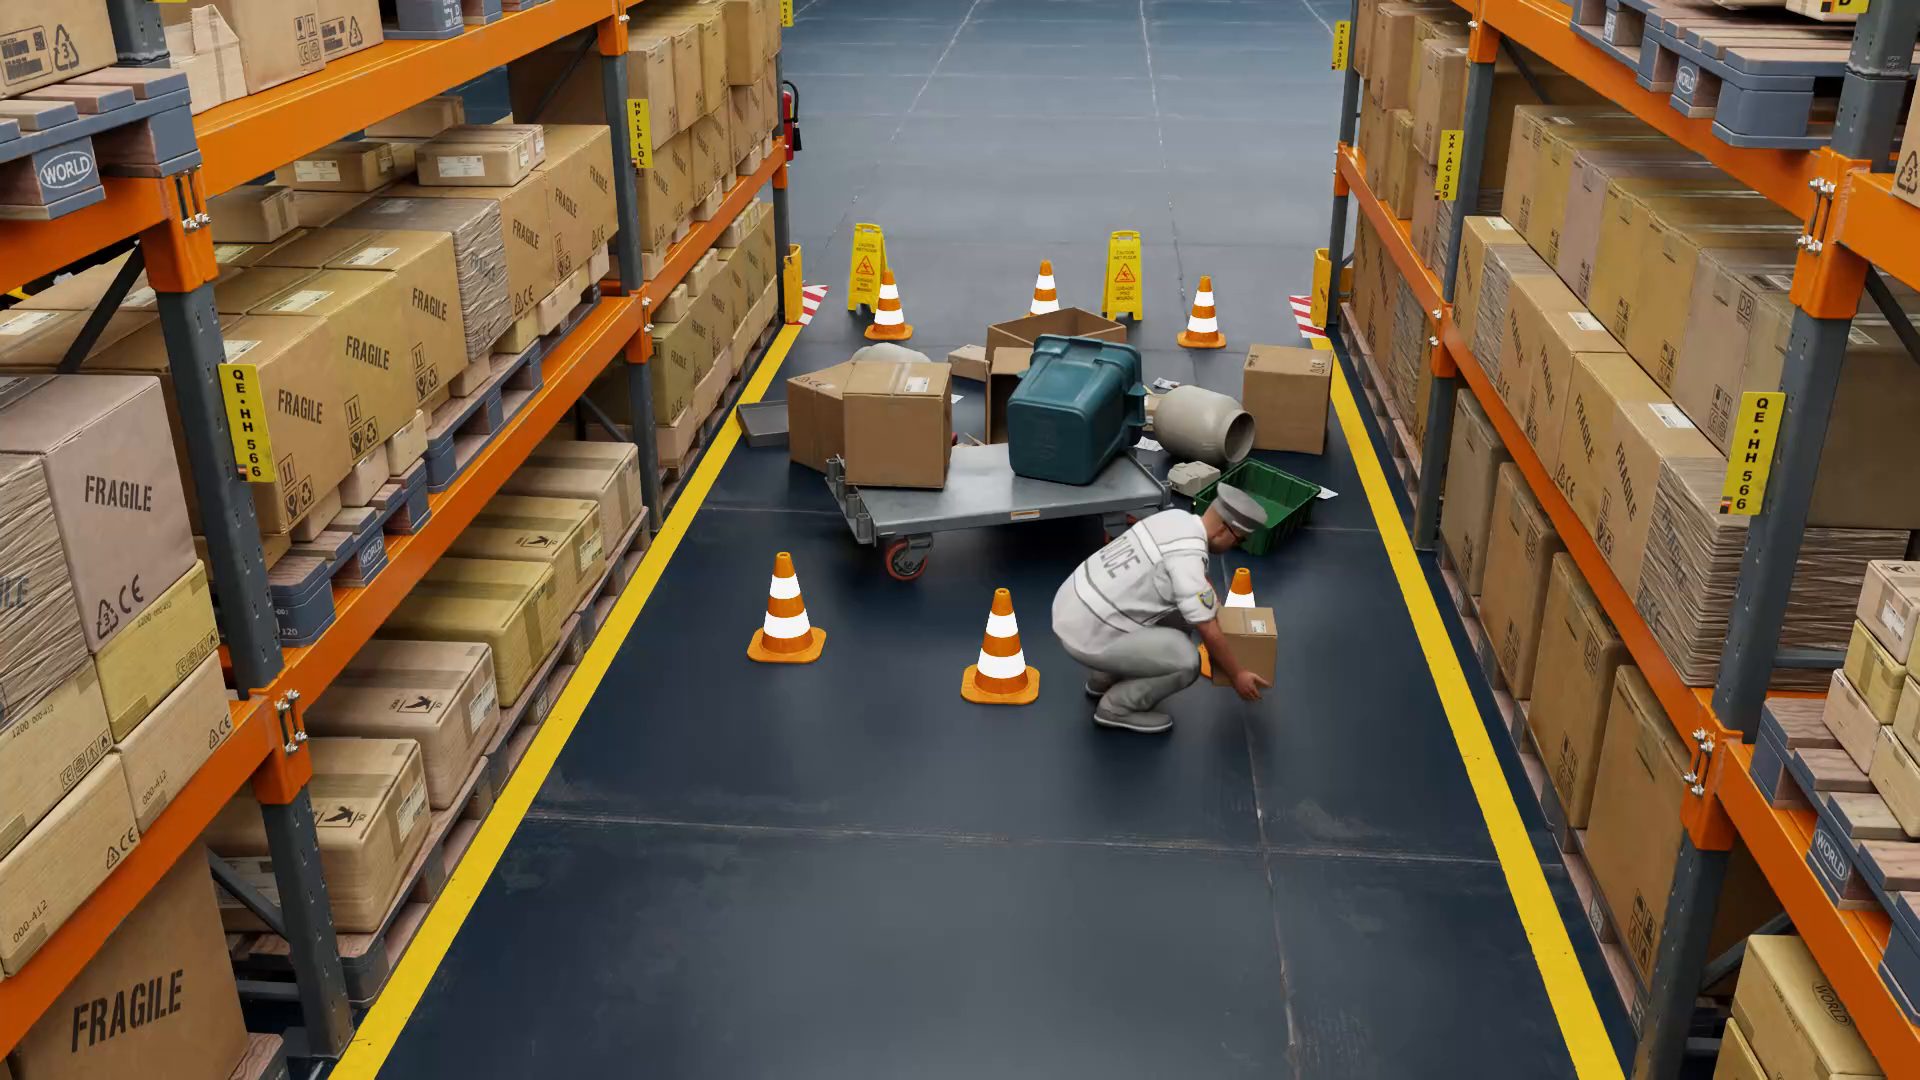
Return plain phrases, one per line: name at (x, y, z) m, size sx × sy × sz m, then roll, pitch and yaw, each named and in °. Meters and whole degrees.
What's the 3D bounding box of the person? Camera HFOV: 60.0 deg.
person at (0.840, 0.266, 6.905) m, size 0.937 × 1.027 × 0.524 m, roll 1°, pitch 24°, yaw 3°
